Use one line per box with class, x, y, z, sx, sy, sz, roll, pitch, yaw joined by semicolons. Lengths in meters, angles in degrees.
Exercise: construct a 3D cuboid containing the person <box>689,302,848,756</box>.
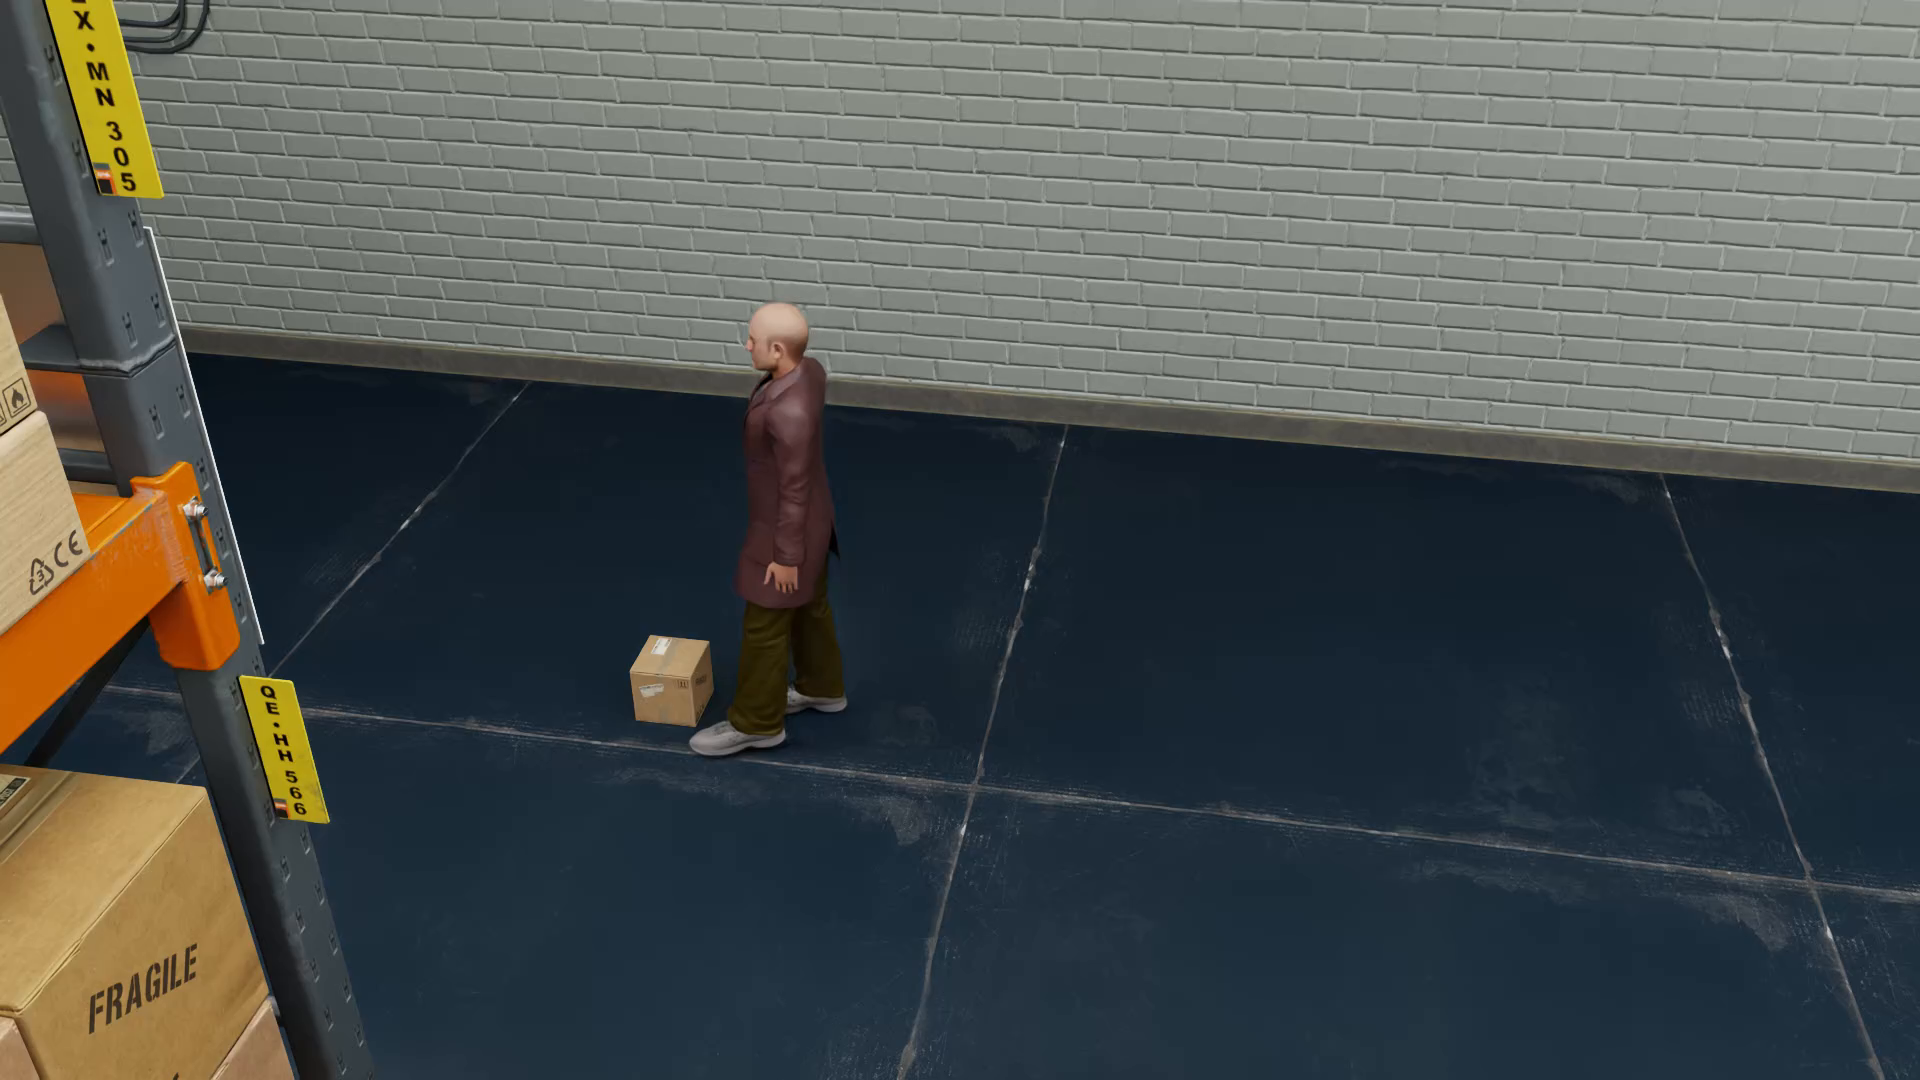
person;-0.753;-0.051;6.208;0.591;1.782;0.586;1;32;1
